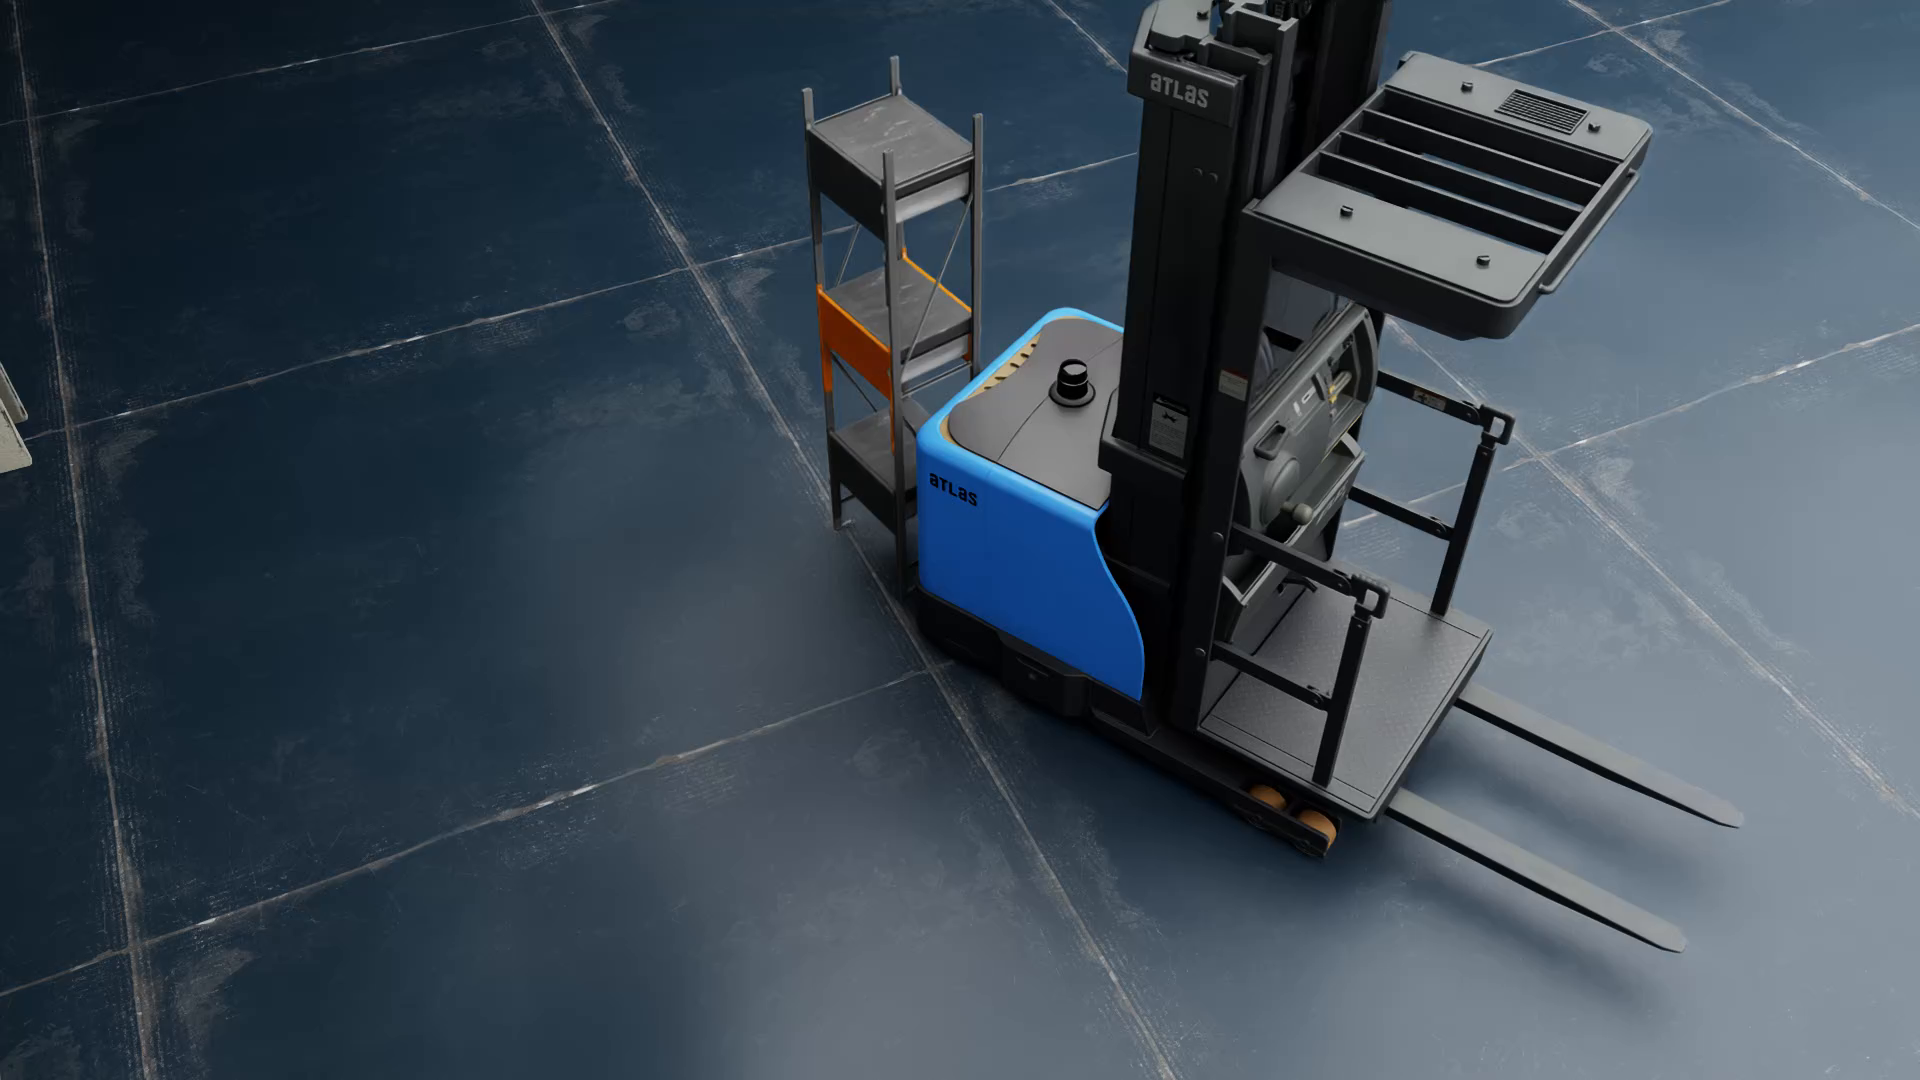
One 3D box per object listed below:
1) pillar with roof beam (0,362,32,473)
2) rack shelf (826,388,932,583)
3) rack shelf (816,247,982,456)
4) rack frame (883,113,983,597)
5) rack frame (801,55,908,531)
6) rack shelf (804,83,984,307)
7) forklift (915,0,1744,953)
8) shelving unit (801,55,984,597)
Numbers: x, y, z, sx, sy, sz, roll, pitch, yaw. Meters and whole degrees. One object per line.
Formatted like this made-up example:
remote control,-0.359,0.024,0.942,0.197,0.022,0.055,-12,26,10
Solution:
pillar with roof beam,-0.481,-4.893,5.671,9.100,9.000,0.400,-18,47,-17
rack shelf,-0.233,-0.227,6.870,0.431,0.518,0.480,-28,51,-25
rack shelf,-0.233,-0.726,6.379,0.431,0.518,0.480,-28,51,-25
rack frame,-0.087,-0.598,6.230,0.400,2.100,0.015,-28,51,-25
rack frame,-0.379,-0.873,6.508,0.400,2.100,0.015,-28,51,-25
rack shelf,-0.233,-1.224,5.887,0.431,0.518,0.480,-28,51,-25
forklift,1.320,-0.341,5.378,3.031,2.935,1.130,26,50,24
shelving unit,-0.233,-0.735,6.369,0.431,2.100,0.503,-28,51,-25
